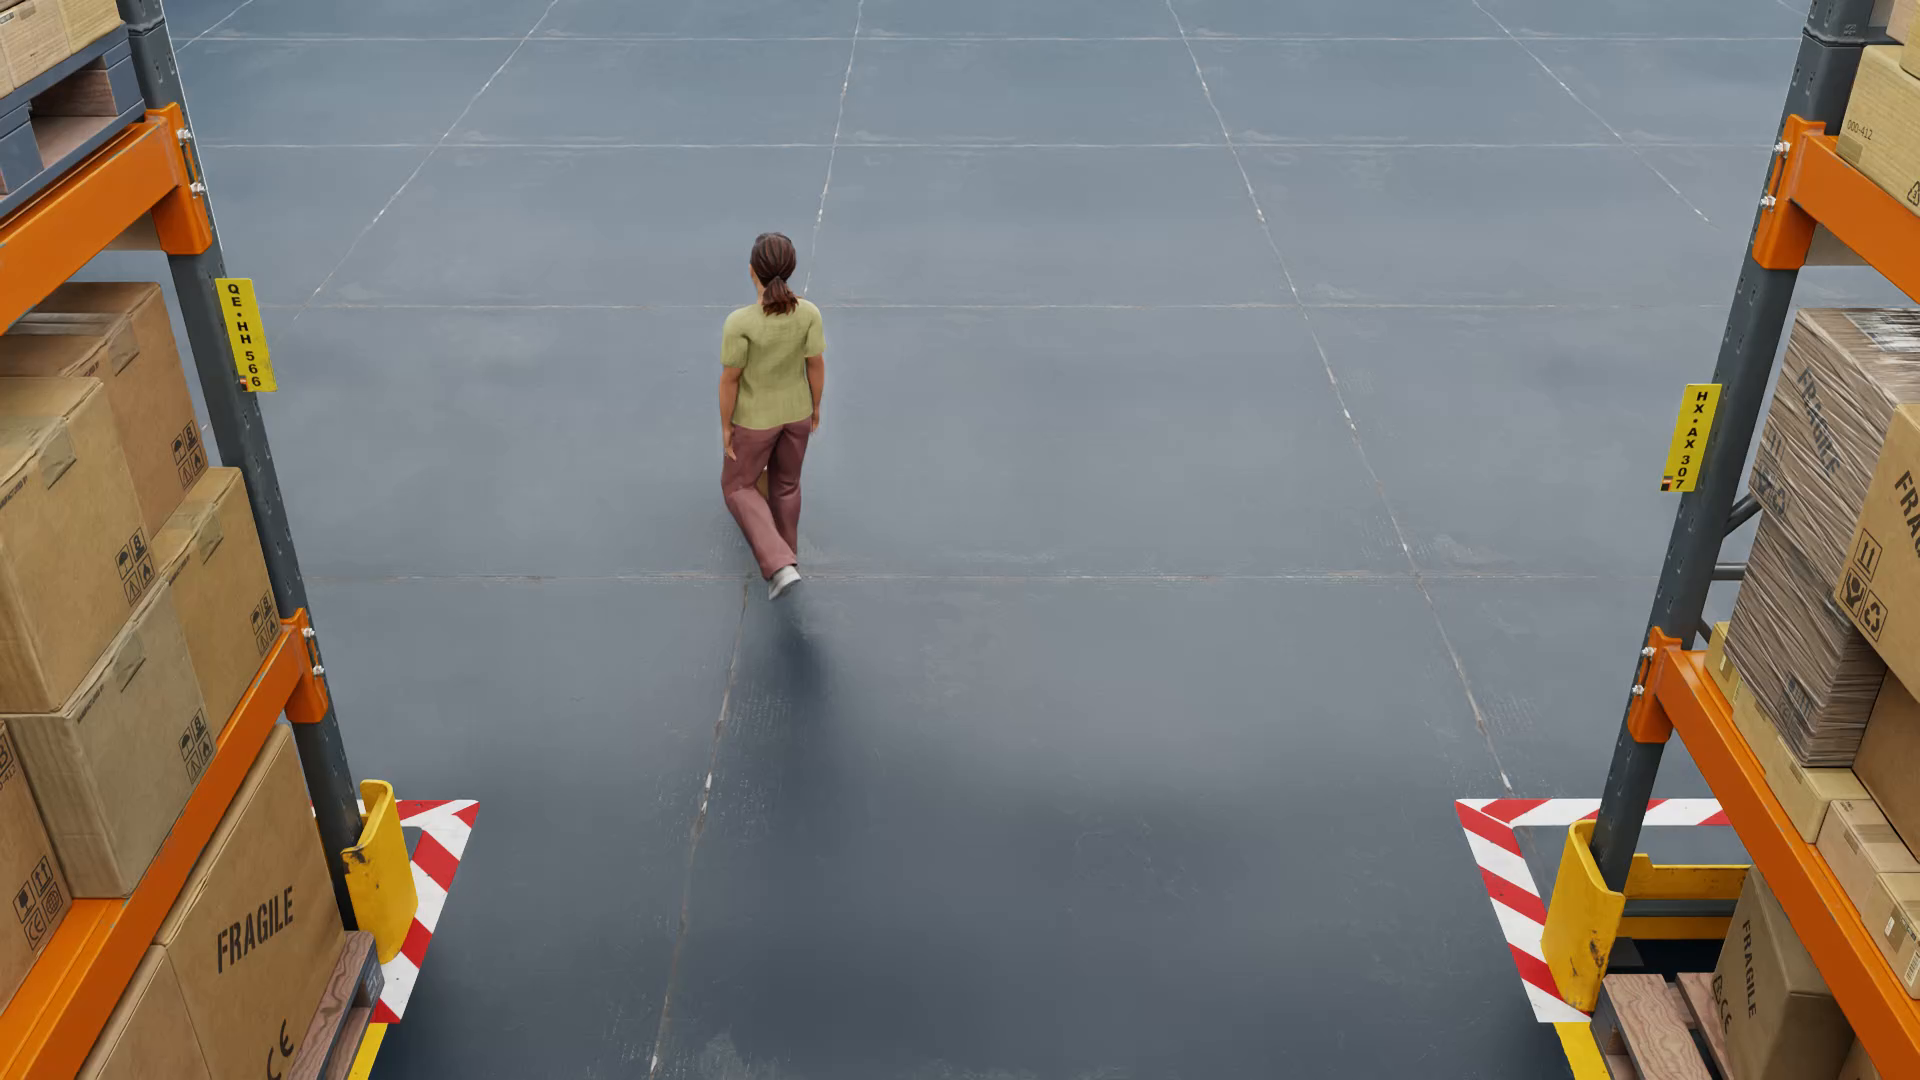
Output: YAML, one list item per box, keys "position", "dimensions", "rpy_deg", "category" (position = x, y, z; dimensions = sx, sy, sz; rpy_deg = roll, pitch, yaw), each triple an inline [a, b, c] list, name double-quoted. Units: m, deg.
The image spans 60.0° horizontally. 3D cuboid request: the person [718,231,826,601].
- position: [-0.790, -0.506, 6.939]
  dimensions: [0.464, 1.658, 0.710]
  rpy_deg: [-16, 35, -24]
  category: "person"
